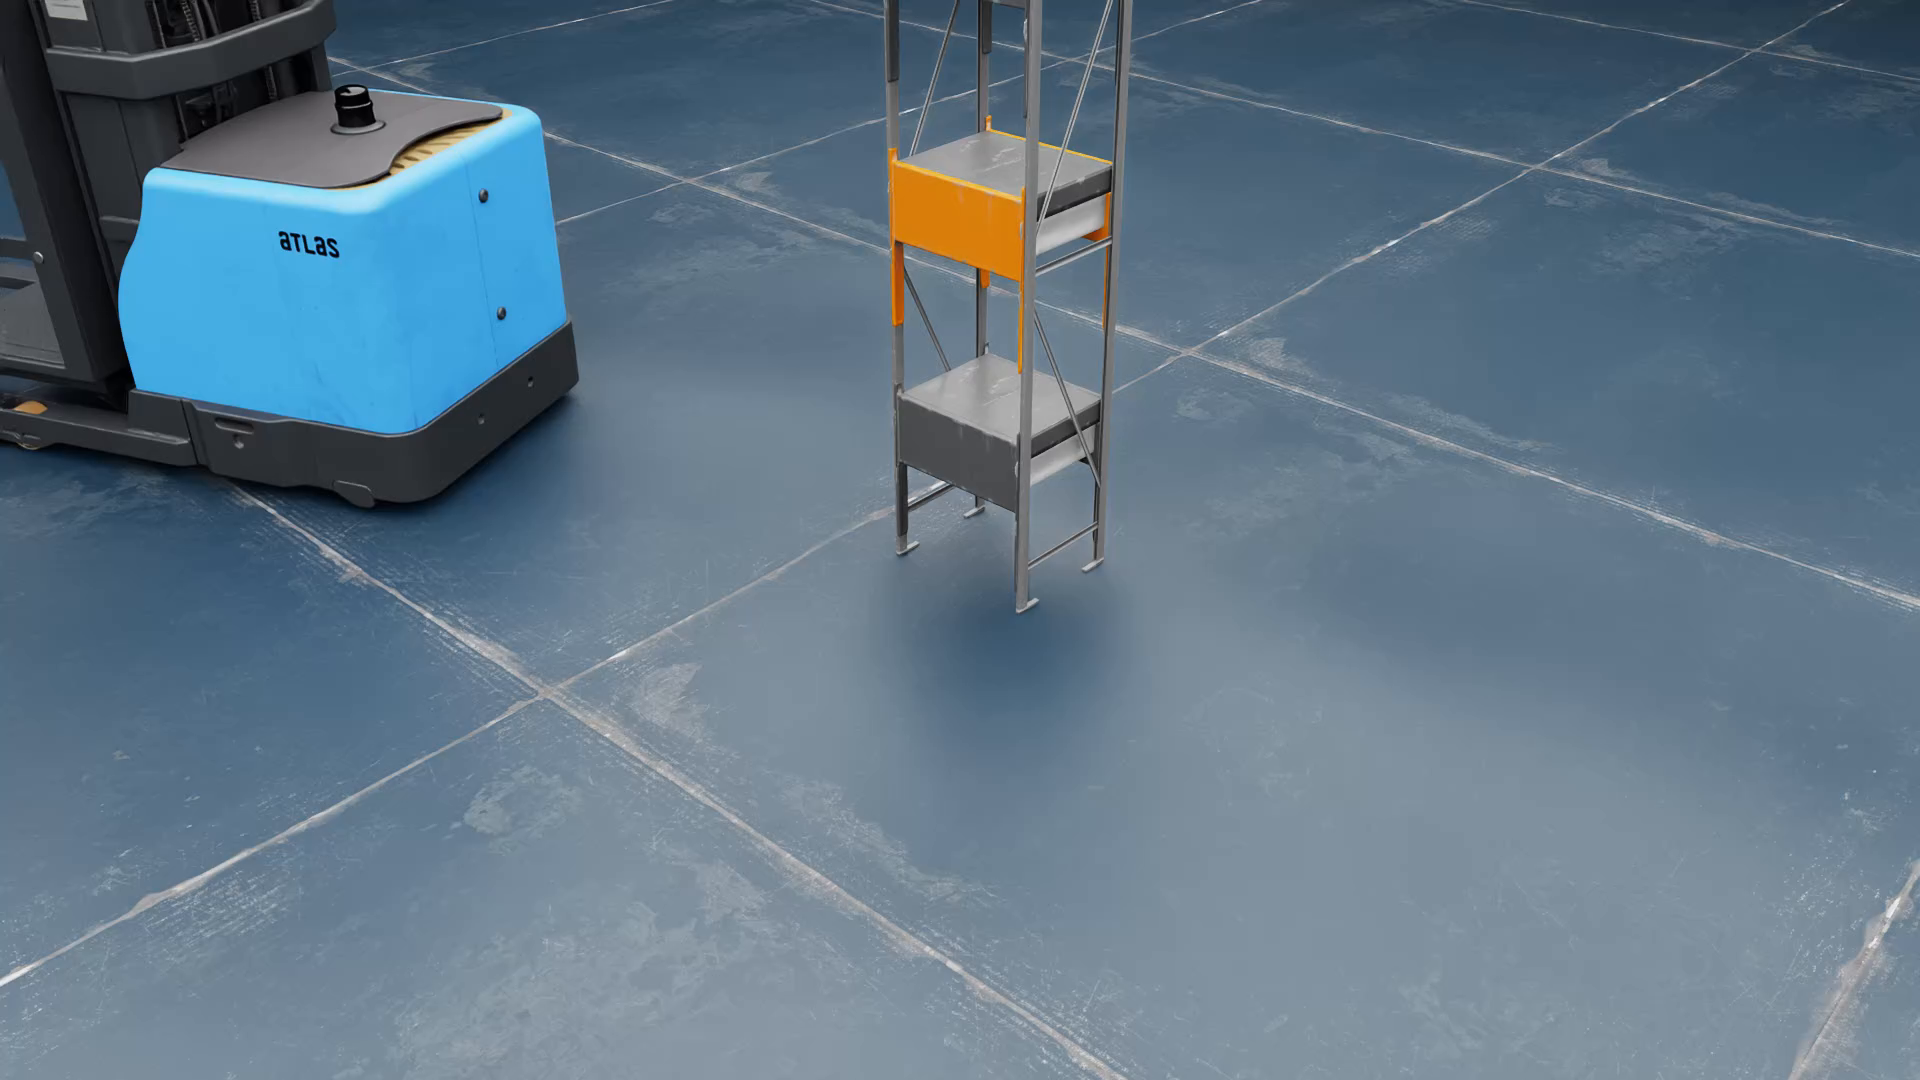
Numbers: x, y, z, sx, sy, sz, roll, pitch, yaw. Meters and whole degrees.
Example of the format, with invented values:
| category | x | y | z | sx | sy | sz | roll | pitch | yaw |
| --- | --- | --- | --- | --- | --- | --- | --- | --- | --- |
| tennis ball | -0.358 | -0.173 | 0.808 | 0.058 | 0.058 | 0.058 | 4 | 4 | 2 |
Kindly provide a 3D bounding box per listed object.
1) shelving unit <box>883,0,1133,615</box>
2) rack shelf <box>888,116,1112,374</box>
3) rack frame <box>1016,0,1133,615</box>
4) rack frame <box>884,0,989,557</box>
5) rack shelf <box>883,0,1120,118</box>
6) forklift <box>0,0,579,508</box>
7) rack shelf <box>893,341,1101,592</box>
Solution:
| category | x | y | z | sx | sy | sz | roll | pitch | yaw |
| --- | --- | --- | --- | --- | --- | --- | --- | --- | --- |
| shelving unit | 0.123 | -0.842 | 4.613 | 0.503 | 2.100 | 0.431 | 25 | 39 | 35 |
| rack shelf | 0.123 | -0.831 | 4.620 | 0.480 | 0.518 | 0.431 | 25 | 39 | 35 |
| rack frame | 0.304 | -0.758 | 4.473 | 0.015 | 2.100 | 0.400 | 25 | 39 | 35 |
| rack frame | -0.058 | -0.927 | 4.754 | 0.015 | 2.100 | 0.400 | 25 | 39 | 35 |
| rack shelf | 0.123 | -1.430 | 4.259 | 0.480 | 0.518 | 0.431 | 25 | 39 | 35 |
| forklift | -2.966 | -1.811 | 5.417 | 3.031 | 2.935 | 1.130 | 10 | 33 | 17 |
| rack shelf | 0.123 | -0.231 | 4.981 | 0.480 | 0.518 | 0.431 | 25 | 39 | 35 |
